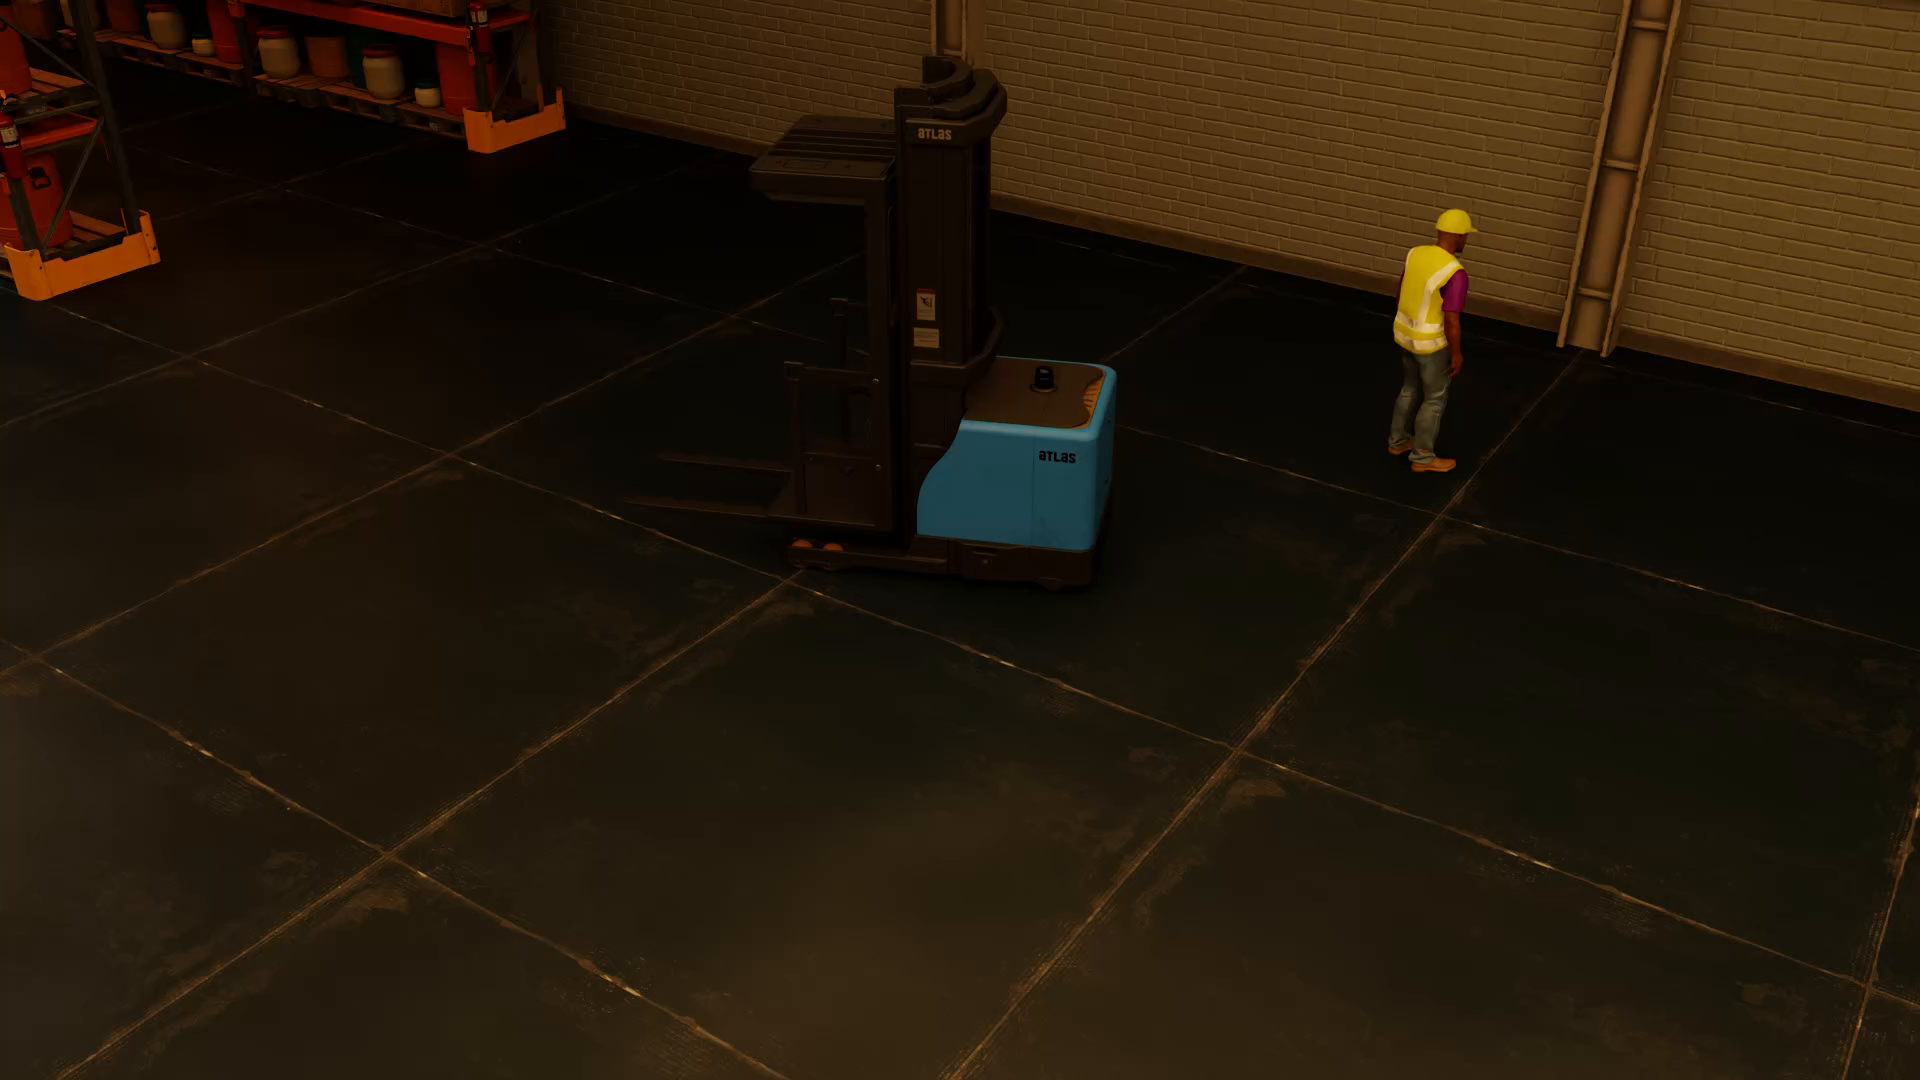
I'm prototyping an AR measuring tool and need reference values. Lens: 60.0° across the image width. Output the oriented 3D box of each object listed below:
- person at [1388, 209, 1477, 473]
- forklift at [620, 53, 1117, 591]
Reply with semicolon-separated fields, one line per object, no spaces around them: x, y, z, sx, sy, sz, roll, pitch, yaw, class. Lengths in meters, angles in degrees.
3.128;-1.333;11.048;0.463;1.759;0.626;-11;32;-18;person
-0.596;-1.330;9.871;3.031;2.935;1.130;6;31;10;forklift
